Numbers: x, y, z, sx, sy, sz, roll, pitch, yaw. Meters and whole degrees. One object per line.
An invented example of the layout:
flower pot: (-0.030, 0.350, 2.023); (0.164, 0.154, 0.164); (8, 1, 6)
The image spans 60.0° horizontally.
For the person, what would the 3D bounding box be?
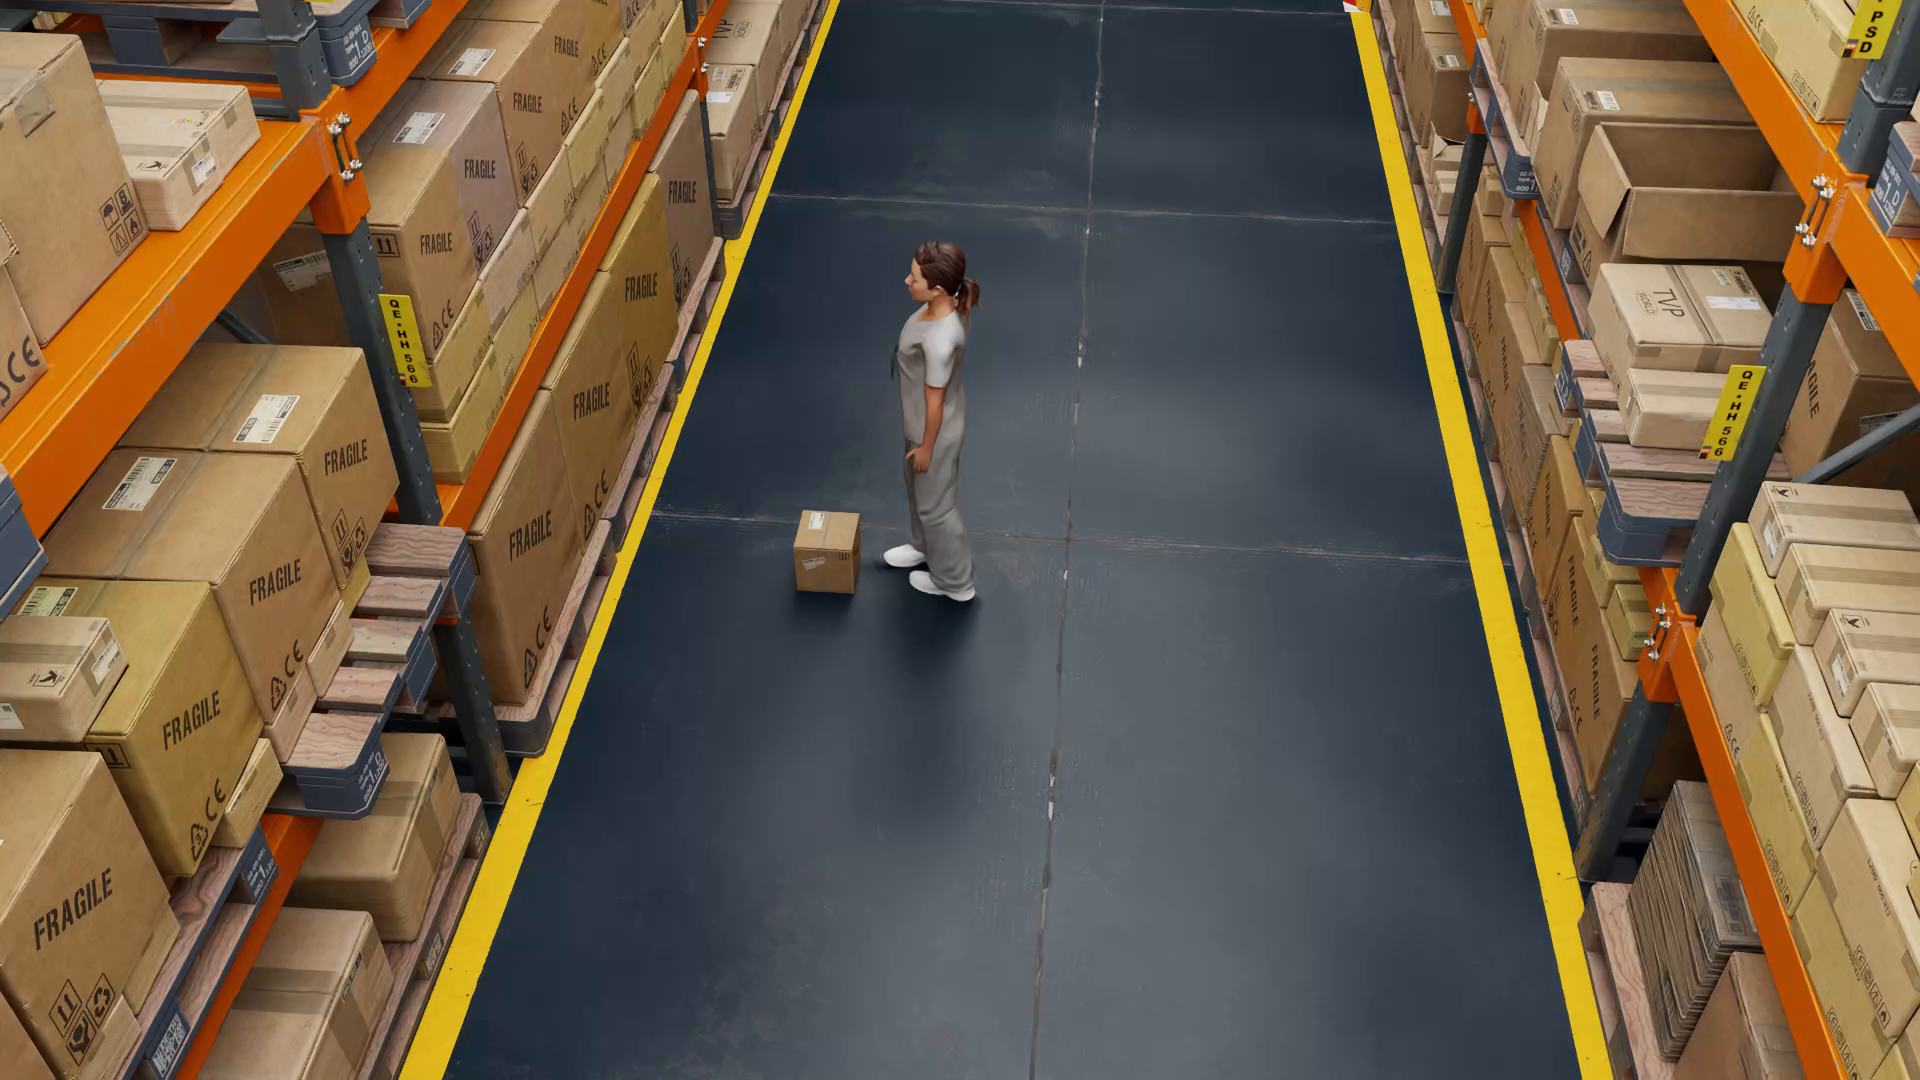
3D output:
person: (-0.129, -0.463, 6.716); (0.432, 1.676, 0.436); (4, 40, 4)
